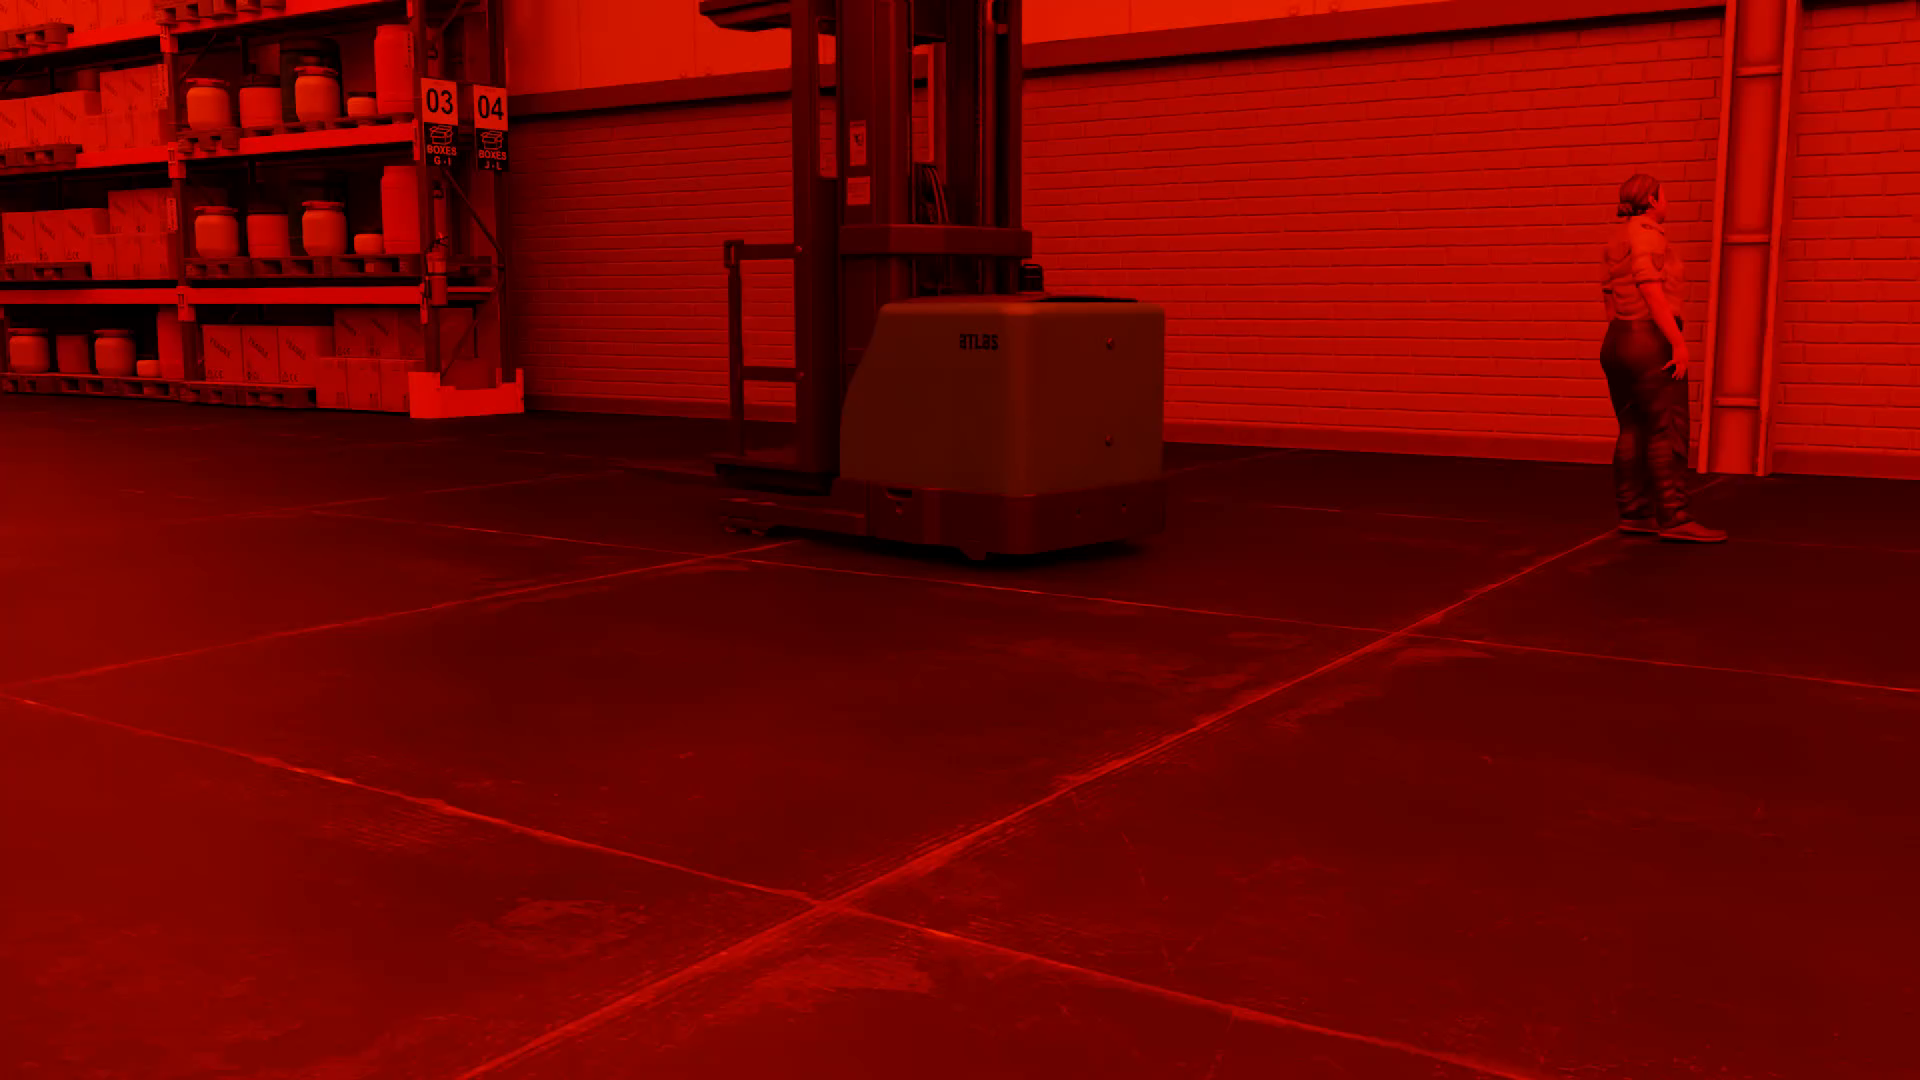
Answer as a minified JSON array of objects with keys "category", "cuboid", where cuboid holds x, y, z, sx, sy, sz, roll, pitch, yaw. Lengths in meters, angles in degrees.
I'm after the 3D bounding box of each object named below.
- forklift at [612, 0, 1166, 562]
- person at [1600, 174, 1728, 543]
[{"category":"forklift","cuboid":[-0.512,-1.513,7.835,3.031,2.935,1.130,8,11,43]},{"category":"person","cuboid":[3.225,-0.839,7.636,0.484,1.658,0.580,0,8,-1]}]
